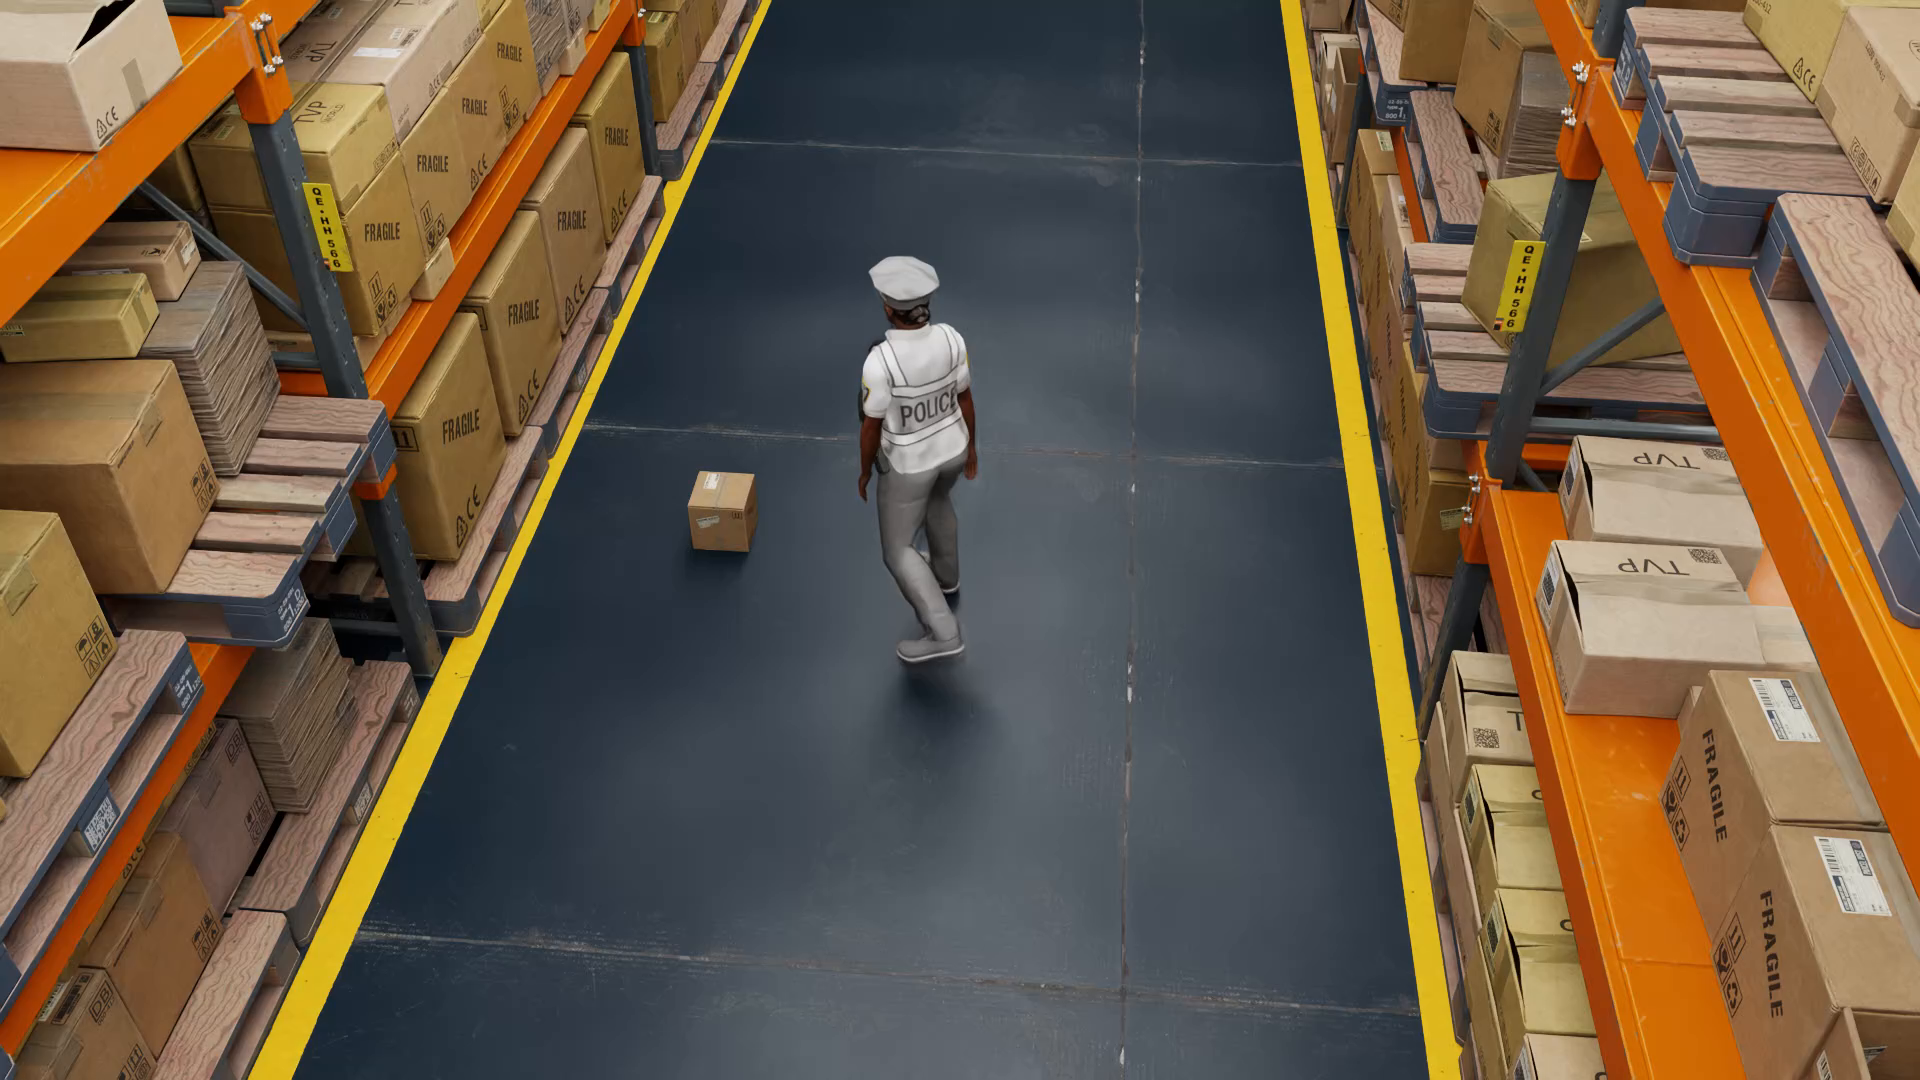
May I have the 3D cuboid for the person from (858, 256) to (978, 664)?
[{"bbox_3d":[-0.128,-0.274,6.491,0.542,1.623,0.746,-24,46,-26],"label":"person"}]
